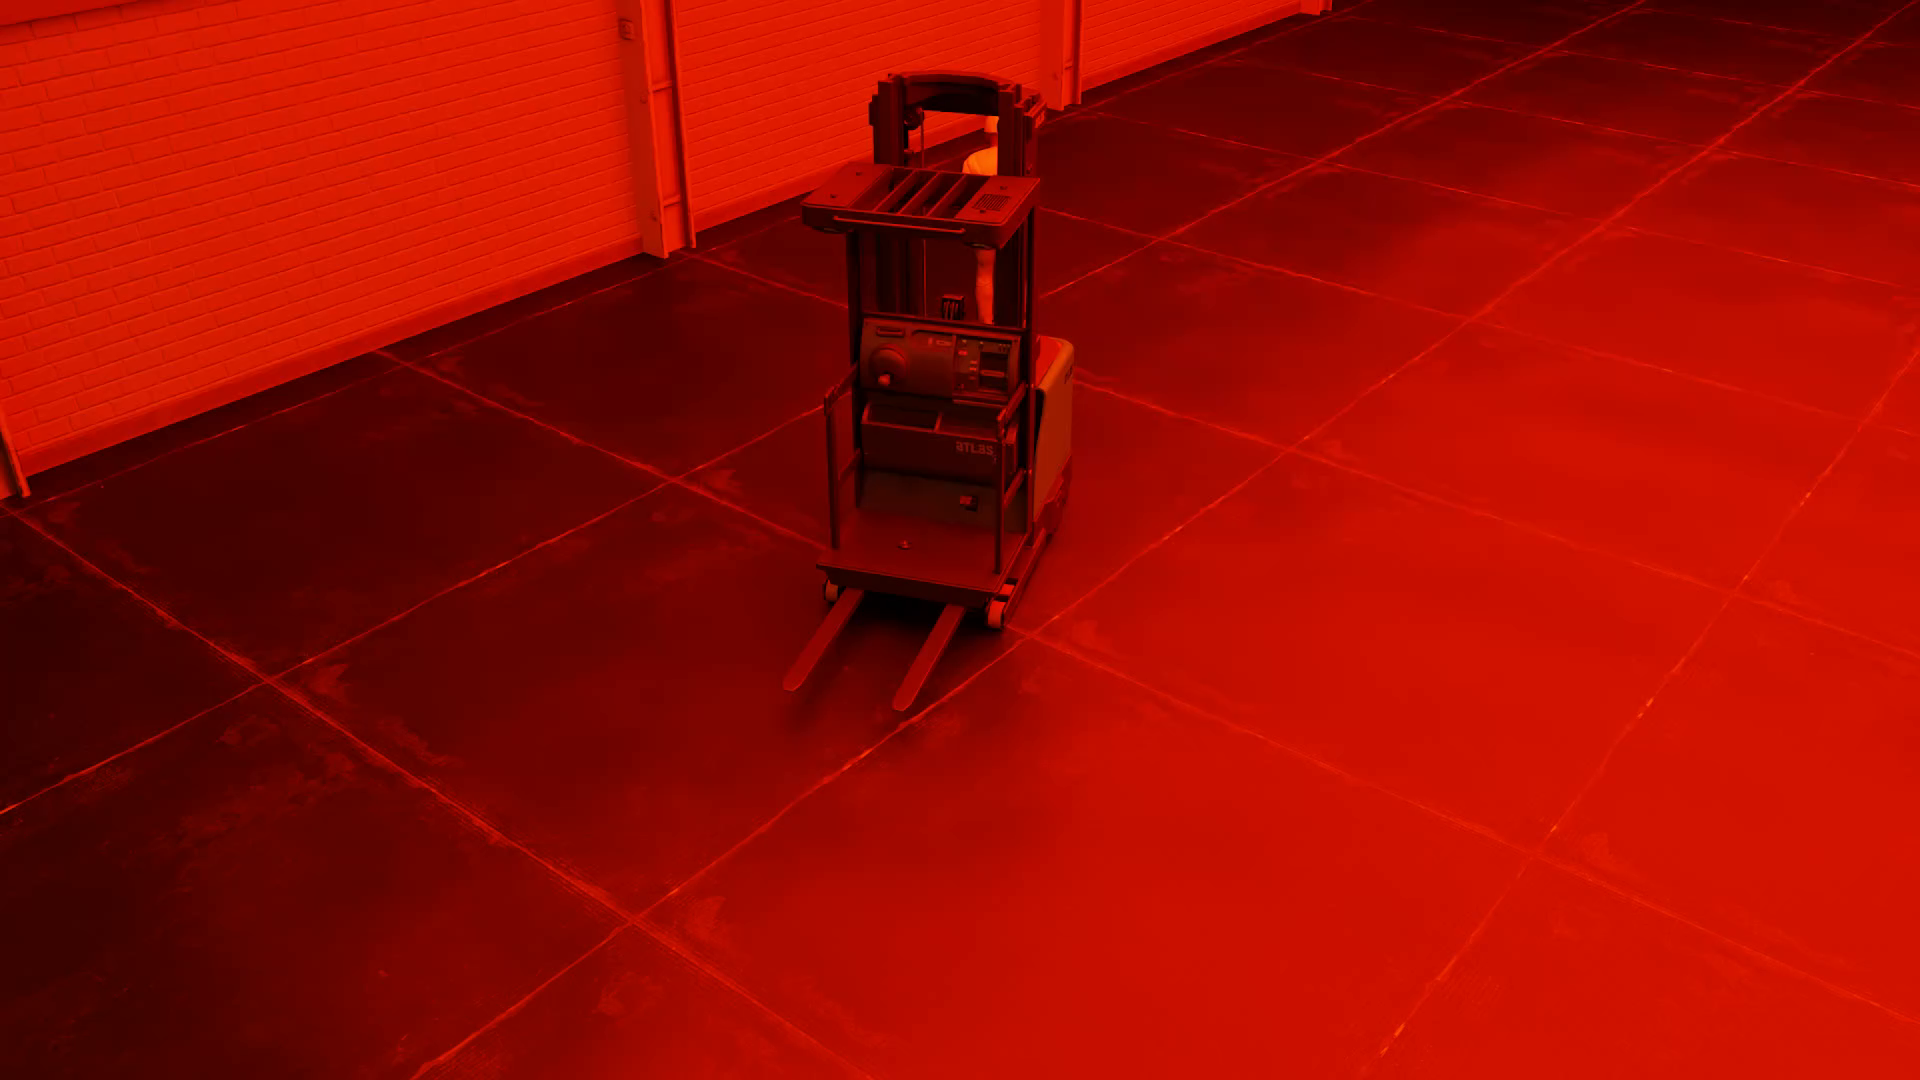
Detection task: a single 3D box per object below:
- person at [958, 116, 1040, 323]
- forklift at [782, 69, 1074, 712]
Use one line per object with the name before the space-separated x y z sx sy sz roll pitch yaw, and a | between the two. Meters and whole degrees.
person | 0.303 -2.435 12.926 0.638 1.761 0.457 2 30 4
forklift | -0.176 -0.972 9.258 1.130 2.935 3.031 9 31 14
